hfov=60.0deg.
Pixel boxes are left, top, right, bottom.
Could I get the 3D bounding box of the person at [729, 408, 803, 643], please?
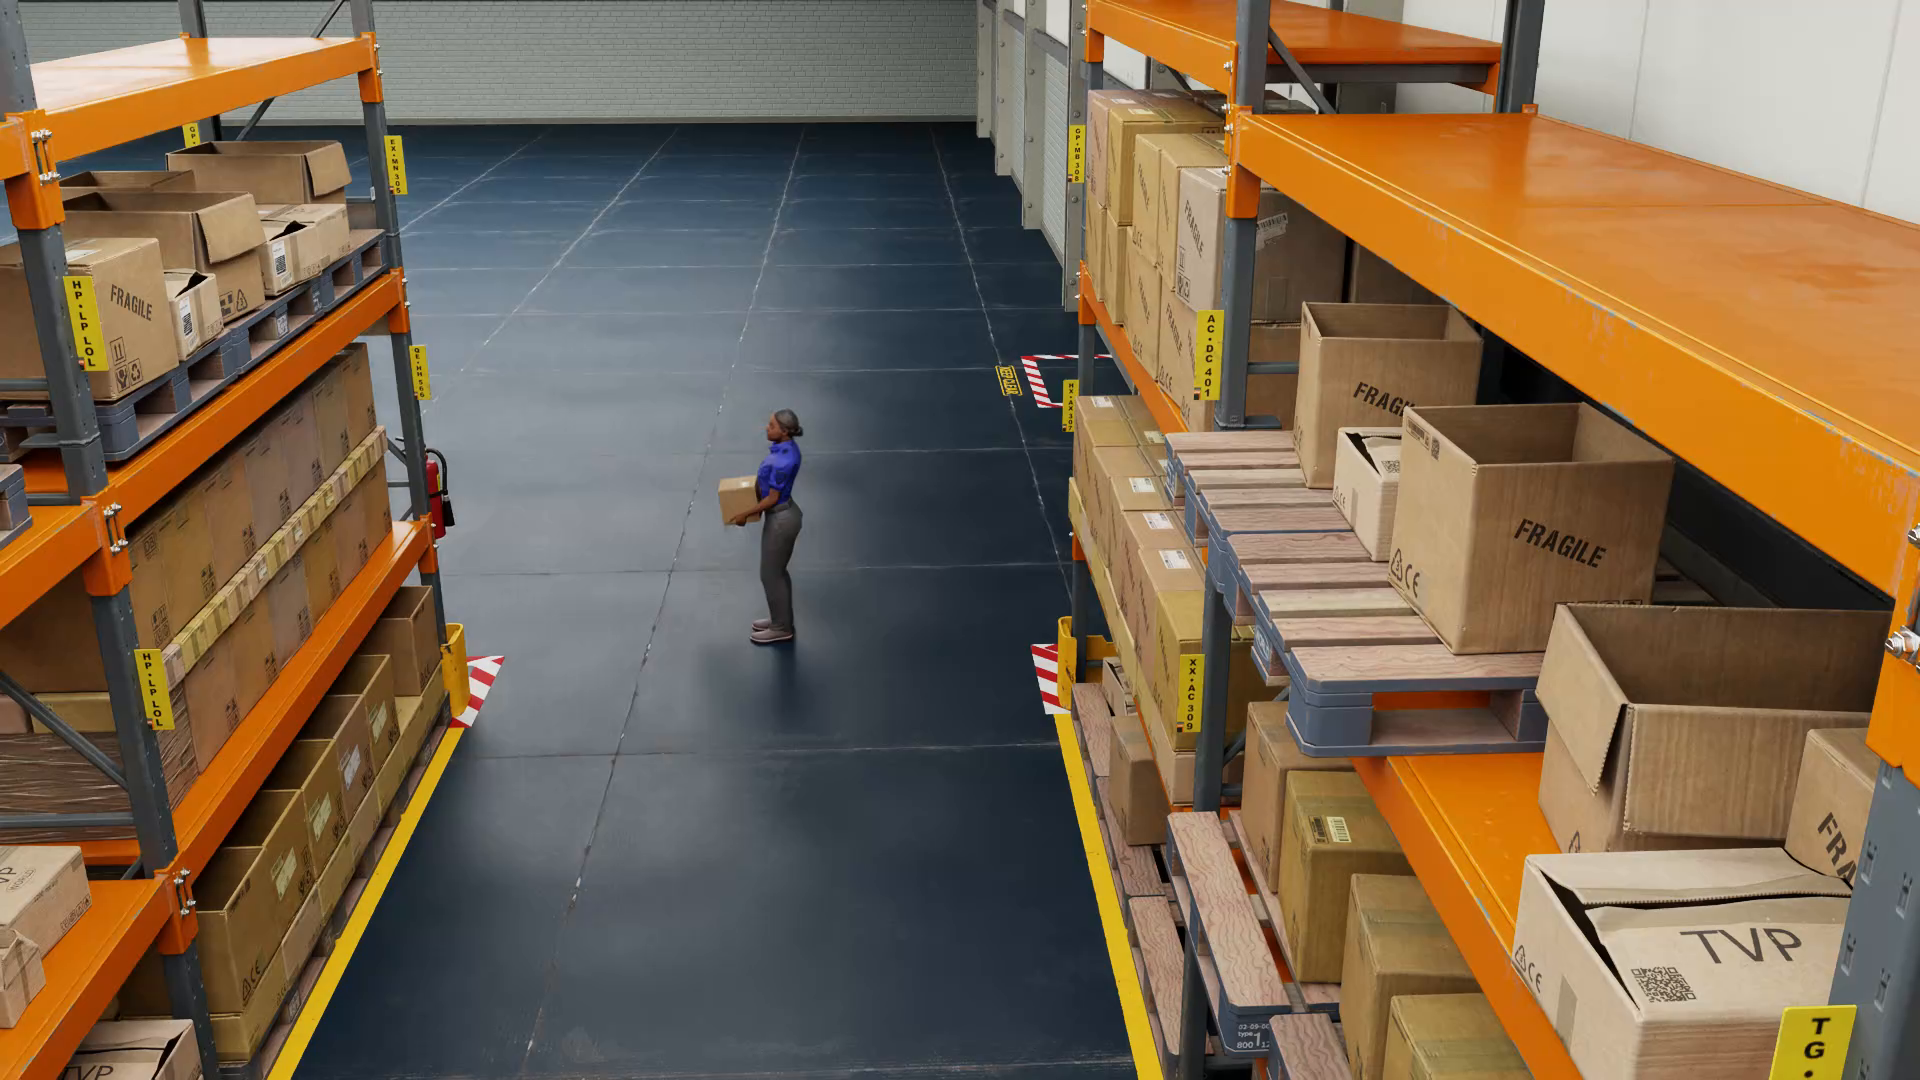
[{"bbox_3d":[-1.309,-0.109,11.392,0.517,1.648,0.451,-1,21,-2],"label":"person"}]
